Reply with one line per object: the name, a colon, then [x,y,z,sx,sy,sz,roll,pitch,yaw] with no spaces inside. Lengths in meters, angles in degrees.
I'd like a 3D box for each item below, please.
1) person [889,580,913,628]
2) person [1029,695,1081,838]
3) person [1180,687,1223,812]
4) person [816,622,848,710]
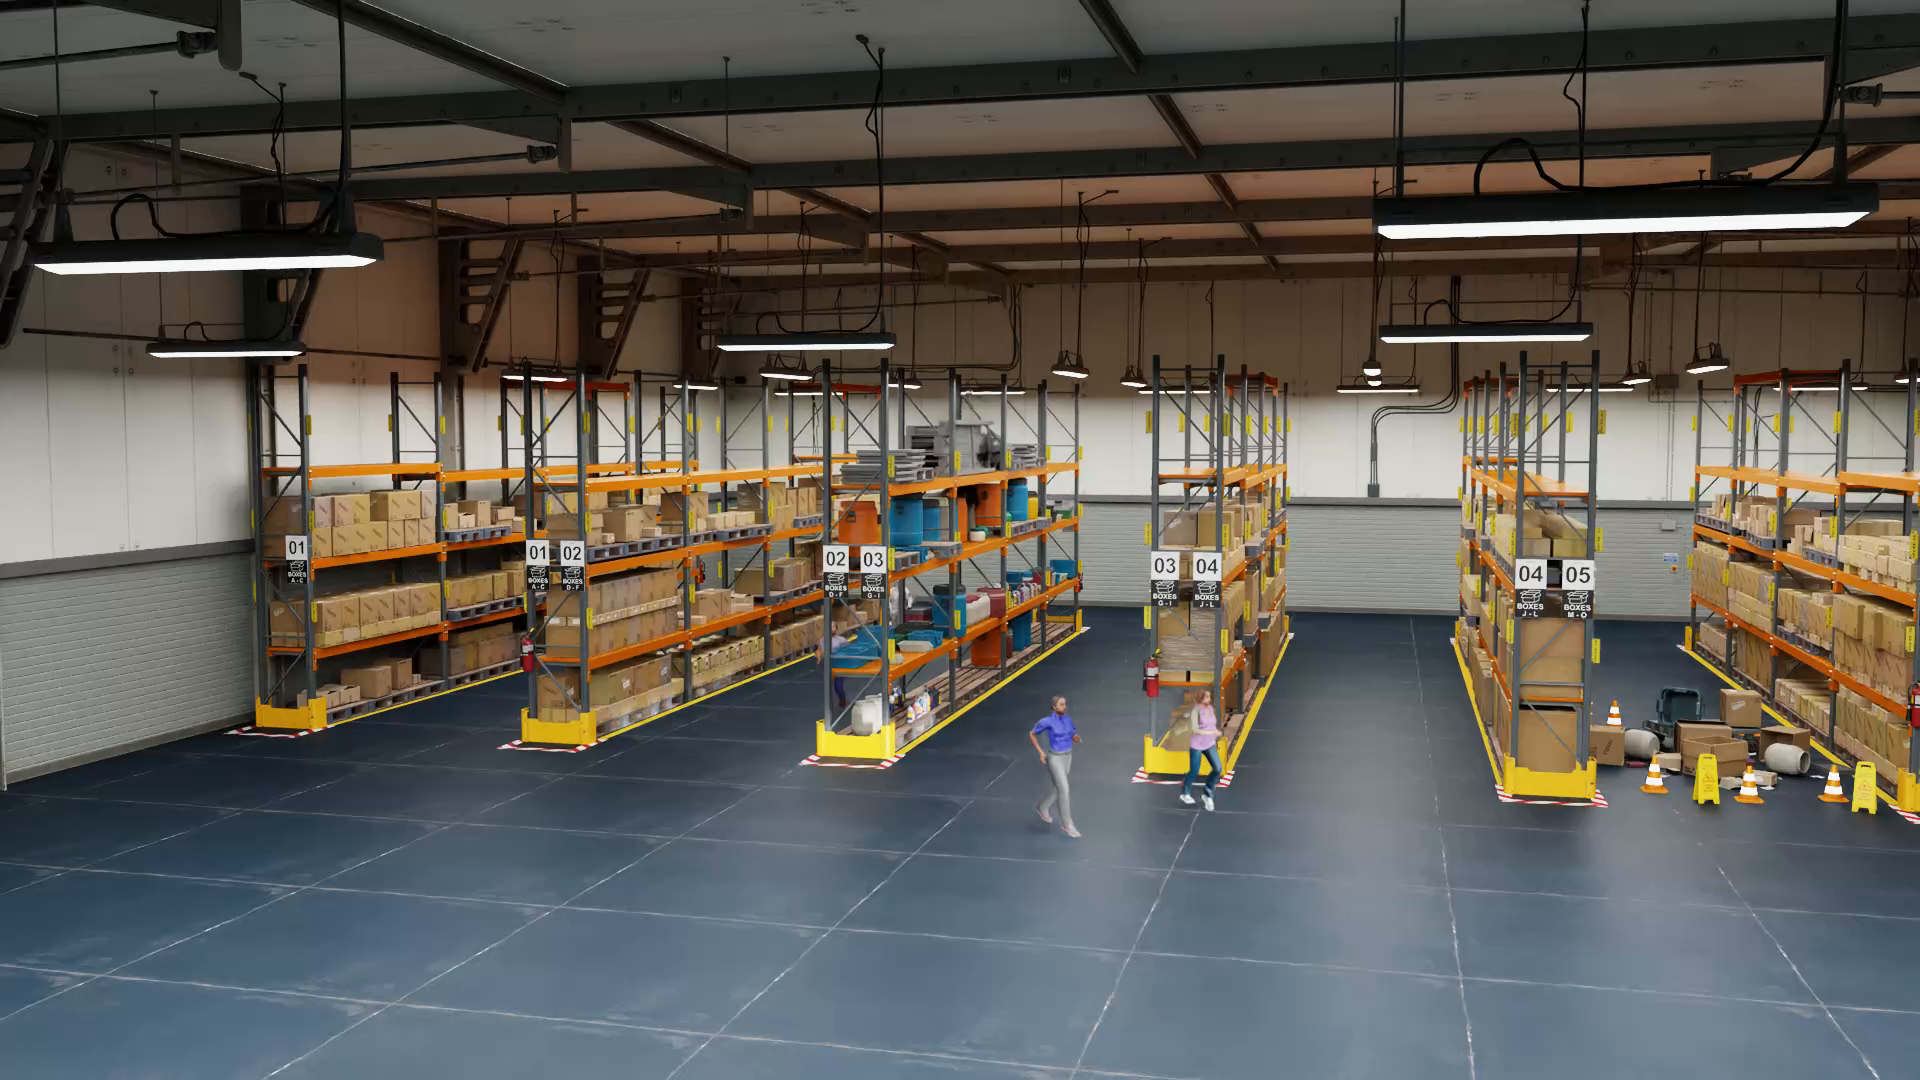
person: [-1.355,1.647,37.055,0.619,1.678,0.947,1,4,8]
person: [1.211,2.758,20.478,0.562,1.677,0.843,-4,5,-44]
person: [3.158,2.714,21.615,0.501,1.620,0.761,-3,5,-33]
person: [-2.213,2.215,28.831,0.613,1.599,0.688,1,4,9]
